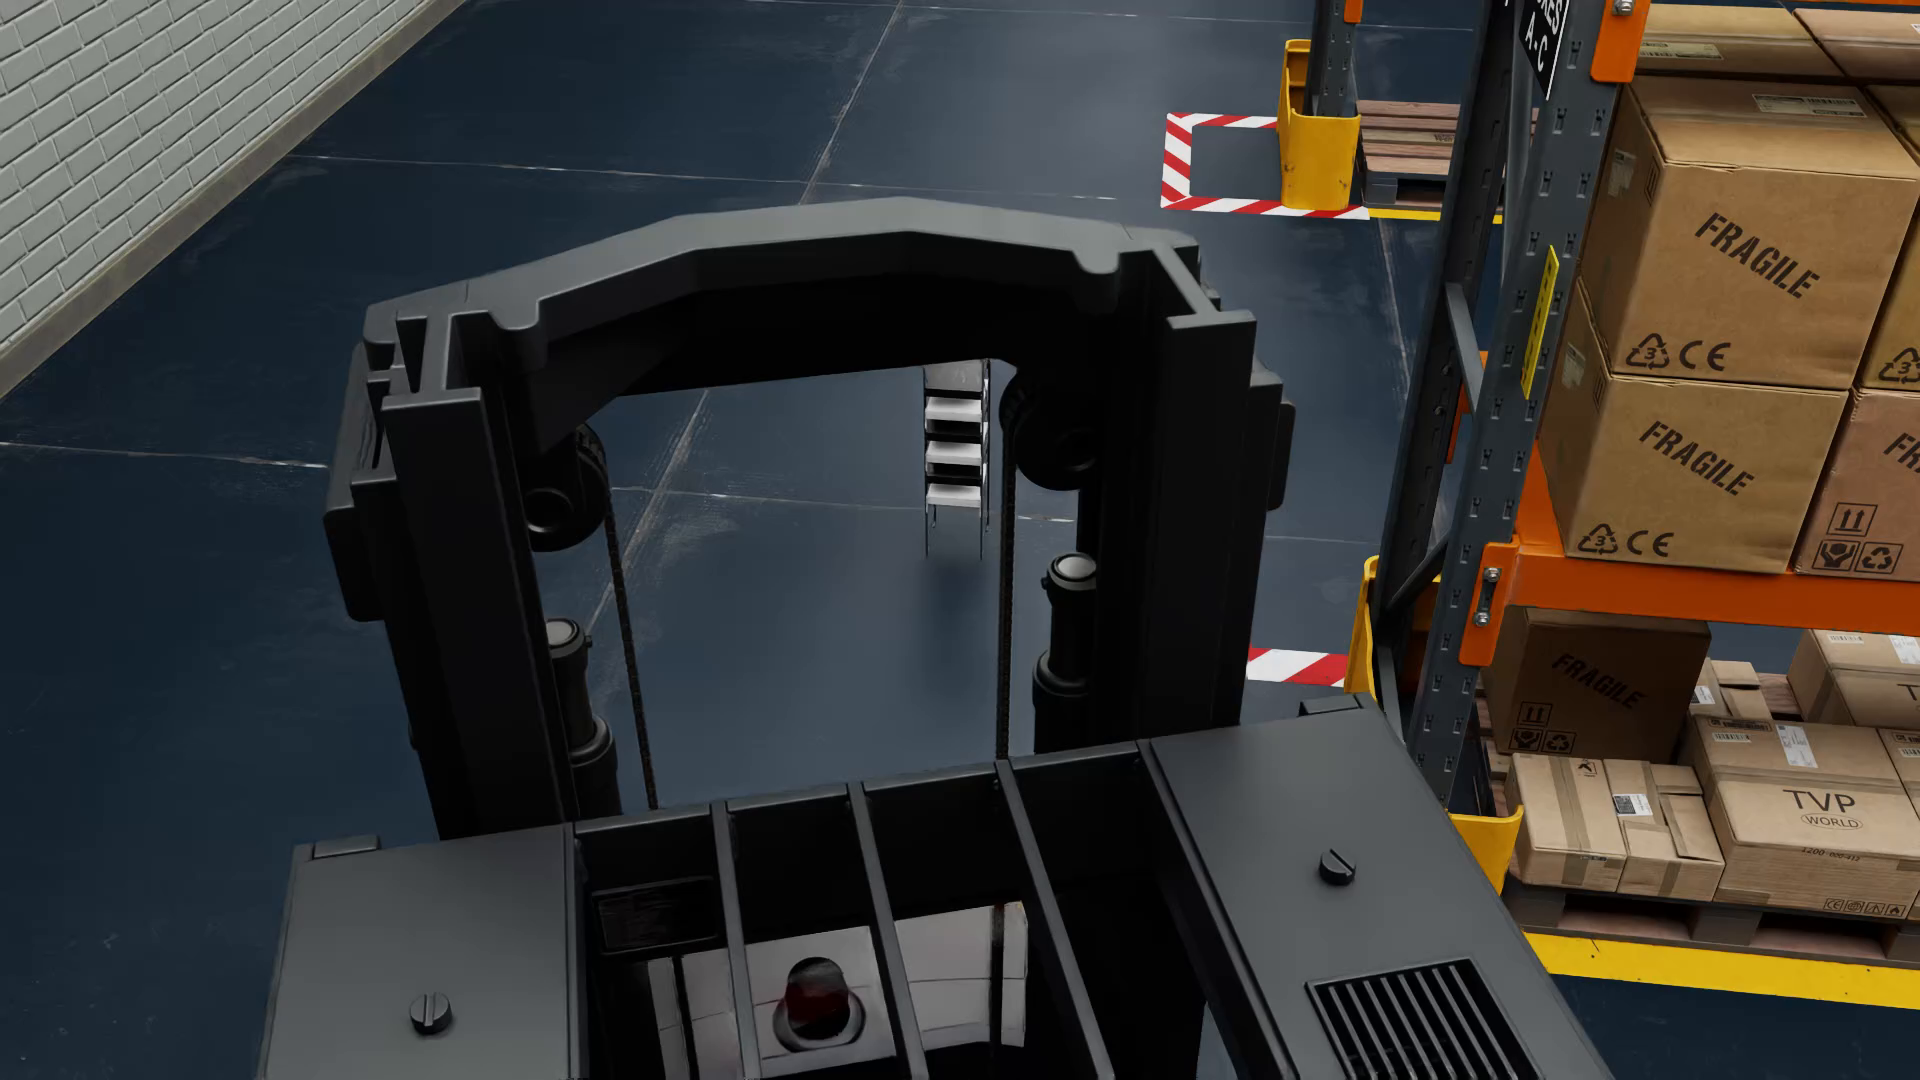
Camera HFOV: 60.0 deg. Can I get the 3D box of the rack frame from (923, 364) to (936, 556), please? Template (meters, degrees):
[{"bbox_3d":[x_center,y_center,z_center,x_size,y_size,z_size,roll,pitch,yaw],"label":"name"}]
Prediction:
[{"bbox_3d":[-0.109,-0.374,6.000,0.006,0.900,0.240,4,36,6],"label":"rack frame"}]

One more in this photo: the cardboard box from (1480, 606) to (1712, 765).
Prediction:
[{"bbox_3d":[1.884,0.311,5.006,0.500,0.500,0.500,4,36,6],"label":"cardboard box"}]

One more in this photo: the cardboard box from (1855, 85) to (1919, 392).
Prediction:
[{"bbox_3d":[2.239,-0.655,3.639,0.500,0.500,0.500,5,36,6],"label":"cardboard box"}]

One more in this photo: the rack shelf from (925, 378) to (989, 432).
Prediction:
[{"bbox_3d":[-0.008,-0.486,5.904,0.200,0.077,0.258,4,36,6],"label":"rack shelf"}]

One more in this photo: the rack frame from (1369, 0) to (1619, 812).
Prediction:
[{"bbox_3d":[1.313,-0.426,4.265,0.127,3.000,1.000,4,36,6],"label":"rack frame"}]

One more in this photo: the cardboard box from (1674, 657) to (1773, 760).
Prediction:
[{"bbox_3d":[2.274,0.528,4.988,0.250,0.166,0.380,4,36,6],"label":"cardboard box"}]

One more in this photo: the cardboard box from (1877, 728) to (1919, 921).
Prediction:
[{"bbox_3d":[2.808,0.792,4.547,0.500,0.250,0.500,4,36,6],"label":"cardboard box"}]

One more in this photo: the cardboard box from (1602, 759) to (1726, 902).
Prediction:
[{"bbox_3d":[1.932,0.796,4.613,0.250,0.166,0.380,4,36,6],"label":"cardboard box"}]

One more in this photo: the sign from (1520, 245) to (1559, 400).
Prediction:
[{"bbox_3d":[1.244,-0.466,3.575,0.005,0.325,0.100,4,36,6],"label":"sign"}]

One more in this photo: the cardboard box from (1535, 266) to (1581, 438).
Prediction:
[{"bbox_3d":[1.792,-0.591,4.409,0.500,0.500,0.500,5,36,7],"label":"cardboard box"}]

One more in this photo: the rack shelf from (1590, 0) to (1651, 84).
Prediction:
[{"bbox_3d":[3.297,-1.206,3.395,4.000,0.370,1.077,4,36,6],"label":"rack shelf"}]

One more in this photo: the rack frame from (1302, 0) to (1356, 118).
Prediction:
[{"bbox_3d":[1.947,-3.280,8.264,0.127,3.000,1.000,4,36,6],"label":"rack frame"}]

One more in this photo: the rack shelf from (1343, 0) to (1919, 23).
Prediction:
[{"bbox_3d":[3.931,-2.839,8.265,4.000,0.370,1.077,4,36,6],"label":"rack shelf"}]

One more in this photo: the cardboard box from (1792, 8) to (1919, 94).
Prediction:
[{"bbox_3d":[2.291,-0.962,4.070,0.500,0.500,0.500,5,36,7],"label":"cardboard box"}]

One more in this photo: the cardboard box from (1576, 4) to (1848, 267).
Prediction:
[{"bbox_3d":[1.789,-0.999,4.121,0.500,0.500,0.500,4,36,6],"label":"cardboard box"}]

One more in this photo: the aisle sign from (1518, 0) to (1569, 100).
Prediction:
[{"bbox_3d":[1.208,-1.320,3.280,0.004,0.787,0.394,4,36,6],"label":"aisle sign"}]

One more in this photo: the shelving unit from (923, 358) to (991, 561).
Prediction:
[{"bbox_3d":[-0.008,-0.367,5.989,0.210,0.900,0.258,4,36,6],"label":"shelving unit"}]

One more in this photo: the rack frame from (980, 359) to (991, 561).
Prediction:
[{"bbox_3d":[0.093,-0.359,5.979,0.006,0.900,0.240,4,36,6],"label":"rack frame"}]

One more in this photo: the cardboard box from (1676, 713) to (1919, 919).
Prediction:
[{"bbox_3d":[2.312,0.755,4.599,0.500,0.250,0.500,4,36,6],"label":"cardboard box"}]

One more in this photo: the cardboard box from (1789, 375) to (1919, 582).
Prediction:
[{"bbox_3d":[2.232,-0.247,3.928,0.500,0.500,0.500,4,36,5],"label":"cardboard box"}]

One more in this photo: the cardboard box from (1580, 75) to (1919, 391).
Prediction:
[{"bbox_3d":[1.719,-0.689,3.687,0.500,0.500,0.500,5,36,7],"label":"cardboard box"}]

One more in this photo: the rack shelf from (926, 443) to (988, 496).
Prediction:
[{"bbox_3d":[-0.008,-0.267,6.061,0.200,0.077,0.258,4,36,6],"label":"rack shelf"}]

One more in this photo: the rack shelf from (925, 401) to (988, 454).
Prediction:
[{"bbox_3d":[-0.008,-0.413,5.957,0.200,0.077,0.258,4,36,6],"label":"rack shelf"}]

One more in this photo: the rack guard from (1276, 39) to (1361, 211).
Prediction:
[{"bbox_3d":[1.922,-2.257,8.982,0.348,0.500,1.175,4,36,6],"label":"rack guard"}]

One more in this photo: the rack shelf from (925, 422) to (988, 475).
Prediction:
[{"bbox_3d":[-0.008,-0.340,6.009,0.200,0.077,0.258,4,36,6],"label":"rack shelf"}]

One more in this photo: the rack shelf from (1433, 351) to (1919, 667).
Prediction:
[{"bbox_3d":[3.297,0.015,4.267,4.000,0.370,1.077,4,36,6],"label":"rack shelf"}]

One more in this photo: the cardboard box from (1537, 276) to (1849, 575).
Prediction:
[{"bbox_3d":[1.719,-0.282,3.977,0.500,0.500,0.500,5,36,7],"label":"cardboard box"}]

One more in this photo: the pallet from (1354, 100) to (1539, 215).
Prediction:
[{"bbox_3d":[2.761,-2.062,8.957,1.213,0.211,1.003,4,36,6],"label":"pallet"}]

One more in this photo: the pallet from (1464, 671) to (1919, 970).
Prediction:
[{"bbox_3d":[2.179,0.773,4.985,1.213,0.211,1.003,4,36,6],"label":"pallet"}]

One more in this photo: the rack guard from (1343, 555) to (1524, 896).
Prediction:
[{"bbox_3d":[1.388,0.597,4.983,0.348,0.500,1.175,4,36,6],"label":"rack guard"}]

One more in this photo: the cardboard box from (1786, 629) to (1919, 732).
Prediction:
[{"bbox_3d":[2.822,0.500,4.956,0.500,0.250,0.500,4,36,6],"label":"cardboard box"}]

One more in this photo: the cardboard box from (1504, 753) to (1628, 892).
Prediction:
[{"bbox_3d":[1.684,0.784,4.644,0.250,0.149,0.380,4,36,6],"label":"cardboard box"}]

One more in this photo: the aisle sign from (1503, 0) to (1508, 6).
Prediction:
[{"bbox_3d":[1.284,-1.666,3.764,0.004,0.787,0.394,4,36,6],"label":"aisle sign"}]

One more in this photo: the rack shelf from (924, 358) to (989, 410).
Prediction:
[{"bbox_3d":[-0.008,-0.560,5.852,0.200,0.077,0.258,4,36,6],"label":"rack shelf"}]

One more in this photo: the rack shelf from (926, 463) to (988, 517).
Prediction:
[{"bbox_3d":[-0.008,-0.193,6.113,0.200,0.077,0.258,4,36,6],"label":"rack shelf"}]
